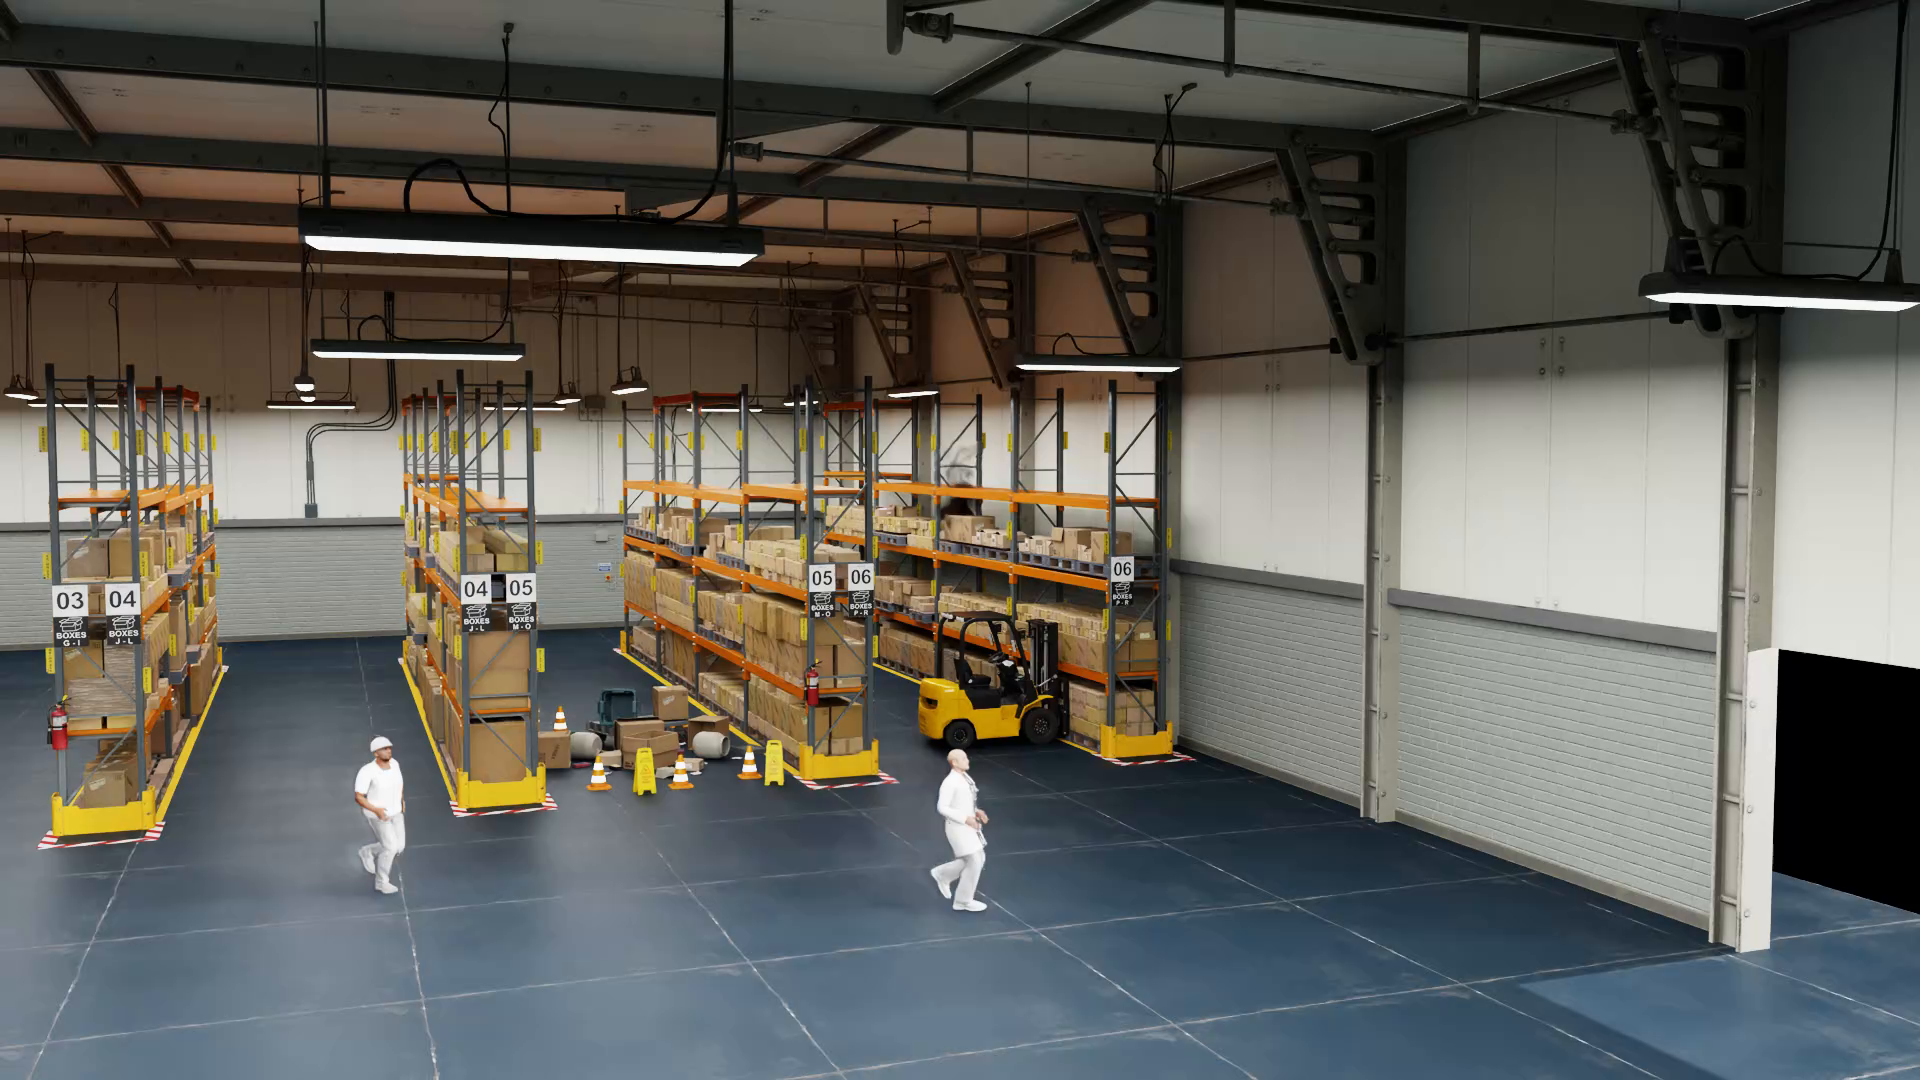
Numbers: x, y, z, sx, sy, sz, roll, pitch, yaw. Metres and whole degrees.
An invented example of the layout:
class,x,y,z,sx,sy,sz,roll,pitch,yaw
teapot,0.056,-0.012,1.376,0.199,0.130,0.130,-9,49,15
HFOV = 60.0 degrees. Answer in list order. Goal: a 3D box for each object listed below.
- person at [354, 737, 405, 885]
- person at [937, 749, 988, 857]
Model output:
class,x,y,z,sx,sy,sz,roll,pitch,yaw
person,-6.476,3.021,18.597,0.613,1.670,0.703,2,4,25
person,0.059,2.804,17.752,0.494,1.141,0.708,1,4,19
